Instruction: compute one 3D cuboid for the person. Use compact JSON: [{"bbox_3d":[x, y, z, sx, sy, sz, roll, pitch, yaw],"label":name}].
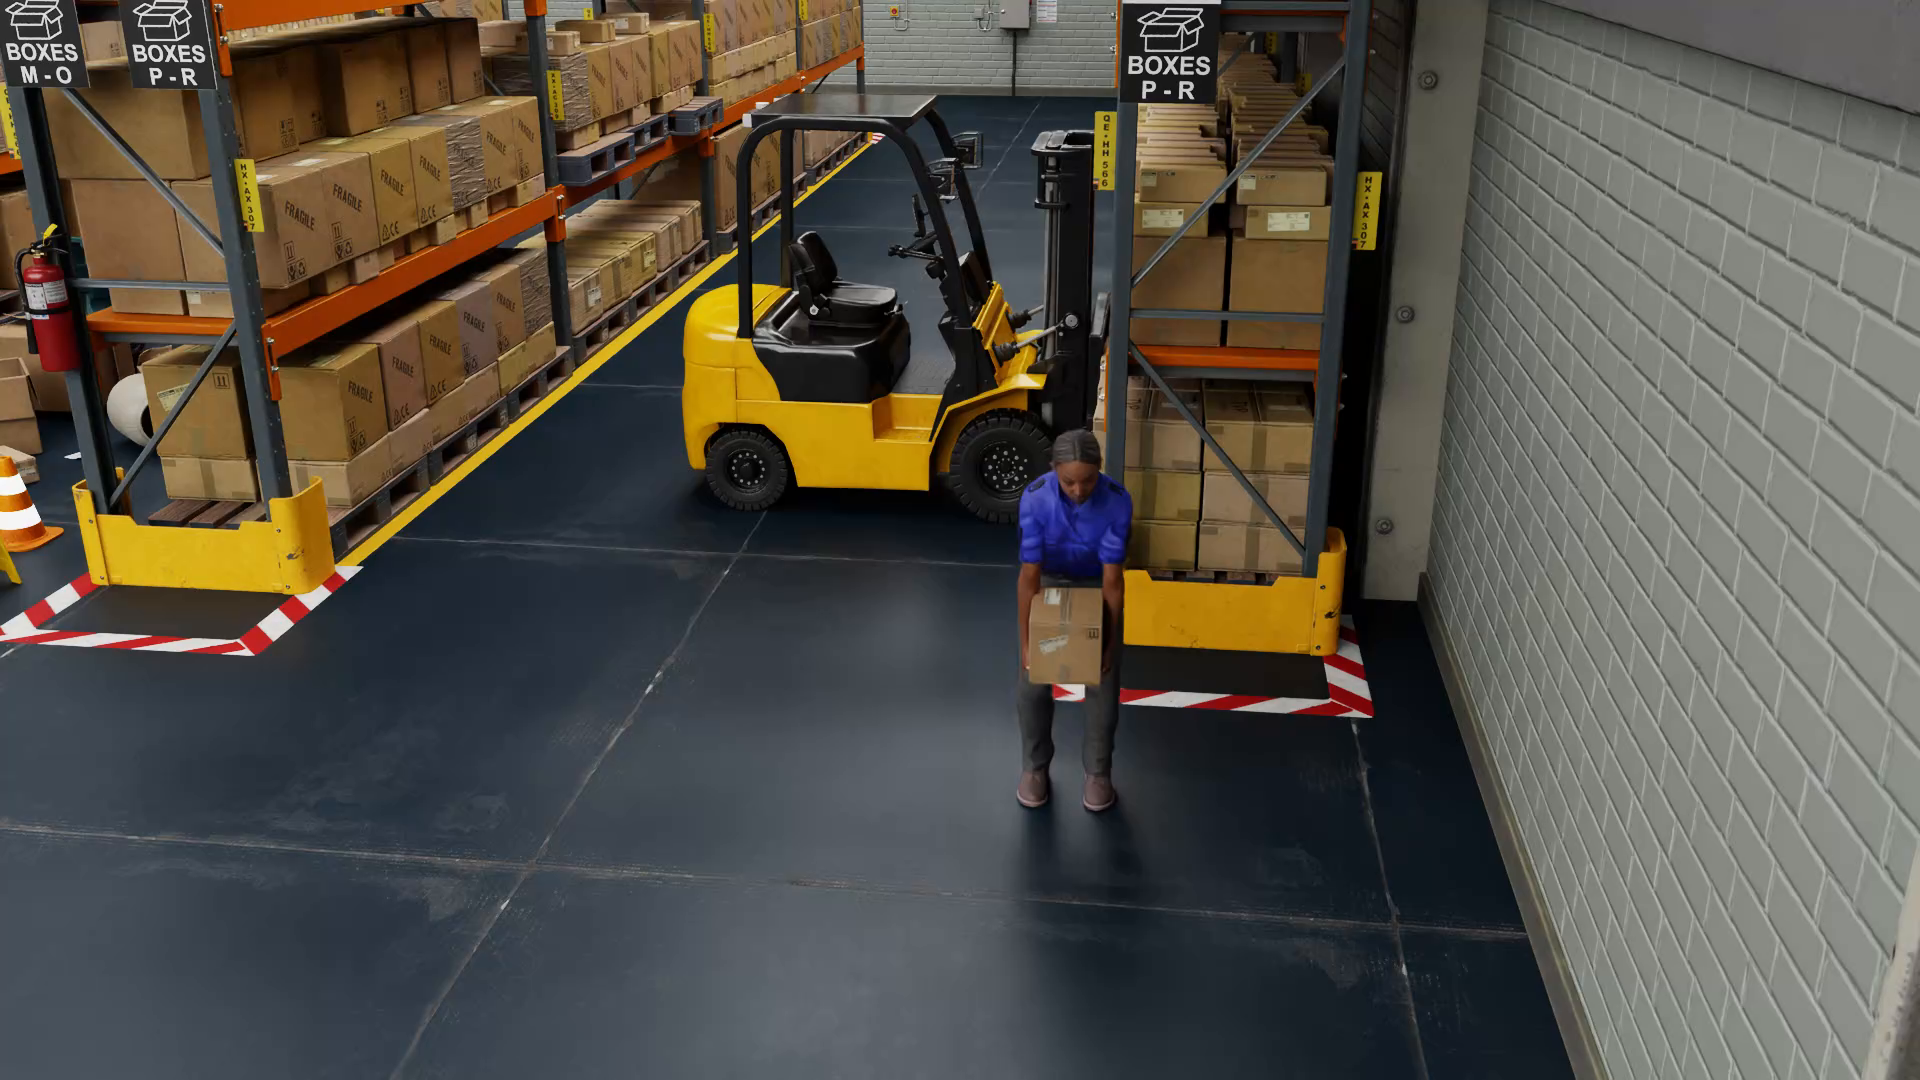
[{"bbox_3d":[0.404,0.284,6.022,0.409,1.551,0.595,2,21,5],"label":"person"}]
